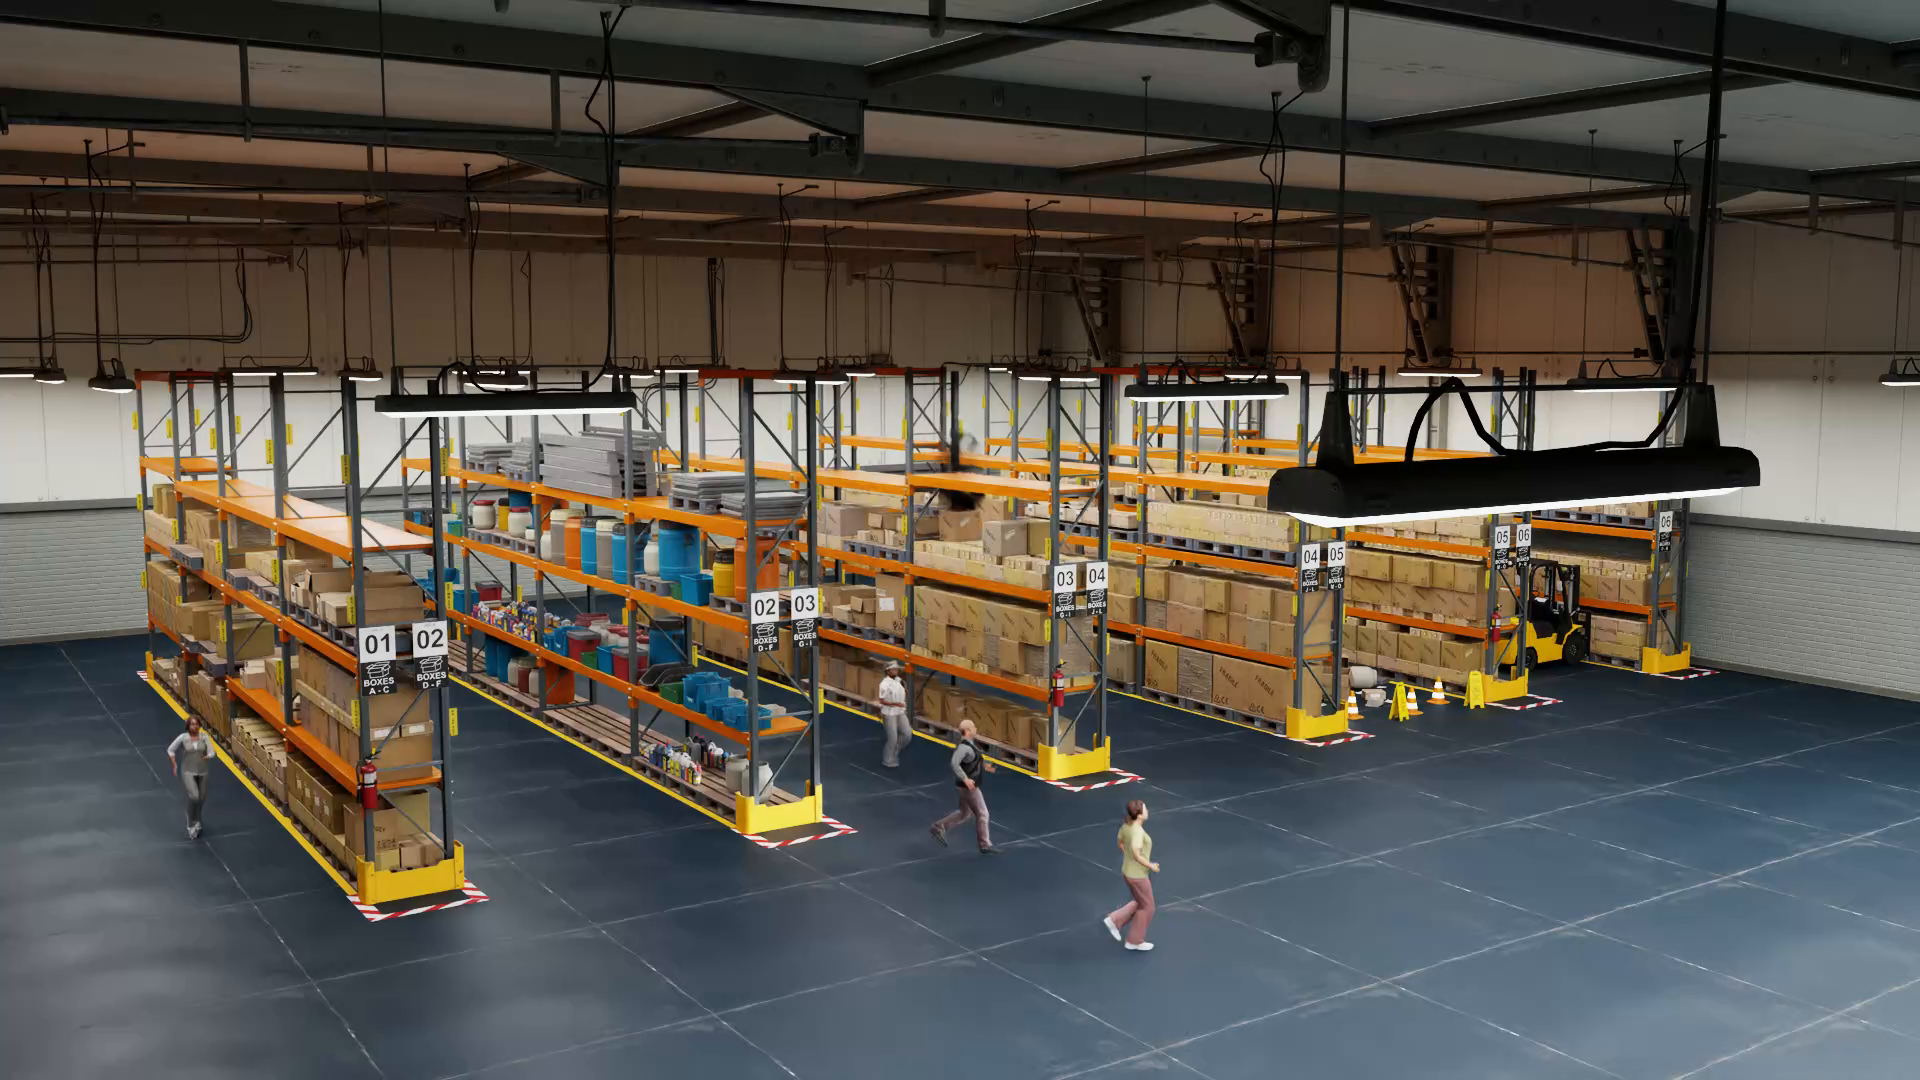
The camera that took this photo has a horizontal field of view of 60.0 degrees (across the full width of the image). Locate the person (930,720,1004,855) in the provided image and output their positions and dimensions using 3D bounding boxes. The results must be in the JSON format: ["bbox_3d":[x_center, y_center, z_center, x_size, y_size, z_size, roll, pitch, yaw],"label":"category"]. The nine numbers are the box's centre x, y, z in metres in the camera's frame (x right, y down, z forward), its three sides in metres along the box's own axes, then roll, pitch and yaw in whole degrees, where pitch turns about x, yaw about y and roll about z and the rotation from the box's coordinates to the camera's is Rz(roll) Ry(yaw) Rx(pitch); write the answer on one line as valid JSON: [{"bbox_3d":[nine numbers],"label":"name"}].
[{"bbox_3d":[0.084,3.106,20.952,0.938,1.706,0.677,0,6,0],"label":"person"}]

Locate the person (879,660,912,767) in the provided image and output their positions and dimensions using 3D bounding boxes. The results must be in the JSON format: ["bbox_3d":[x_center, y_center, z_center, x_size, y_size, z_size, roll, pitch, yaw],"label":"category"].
[{"bbox_3d":[-0.957,2.645,25.291,0.572,1.663,0.563,6,9,44],"label":"person"}]

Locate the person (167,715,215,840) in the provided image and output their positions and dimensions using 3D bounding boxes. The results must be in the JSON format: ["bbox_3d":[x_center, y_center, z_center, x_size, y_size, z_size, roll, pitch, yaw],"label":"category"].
[{"bbox_3d":[-9.997,3.090,21.719,0.503,1.617,0.682,-6,9,-42],"label":"person"}]

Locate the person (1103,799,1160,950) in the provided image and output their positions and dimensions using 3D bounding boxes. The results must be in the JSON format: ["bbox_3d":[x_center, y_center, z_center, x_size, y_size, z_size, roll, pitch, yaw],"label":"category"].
[{"bbox_3d":[1.814,3.545,17.561,0.548,1.637,0.585,-1,7,-10],"label":"person"}]

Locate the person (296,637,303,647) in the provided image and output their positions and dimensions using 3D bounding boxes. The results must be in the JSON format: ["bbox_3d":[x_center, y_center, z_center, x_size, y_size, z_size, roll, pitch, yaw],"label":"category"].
[{"bbox_3d":[-12.682,1.857,32.157,0.674,1.757,0.976,-5,8,-40],"label":"person"}]
